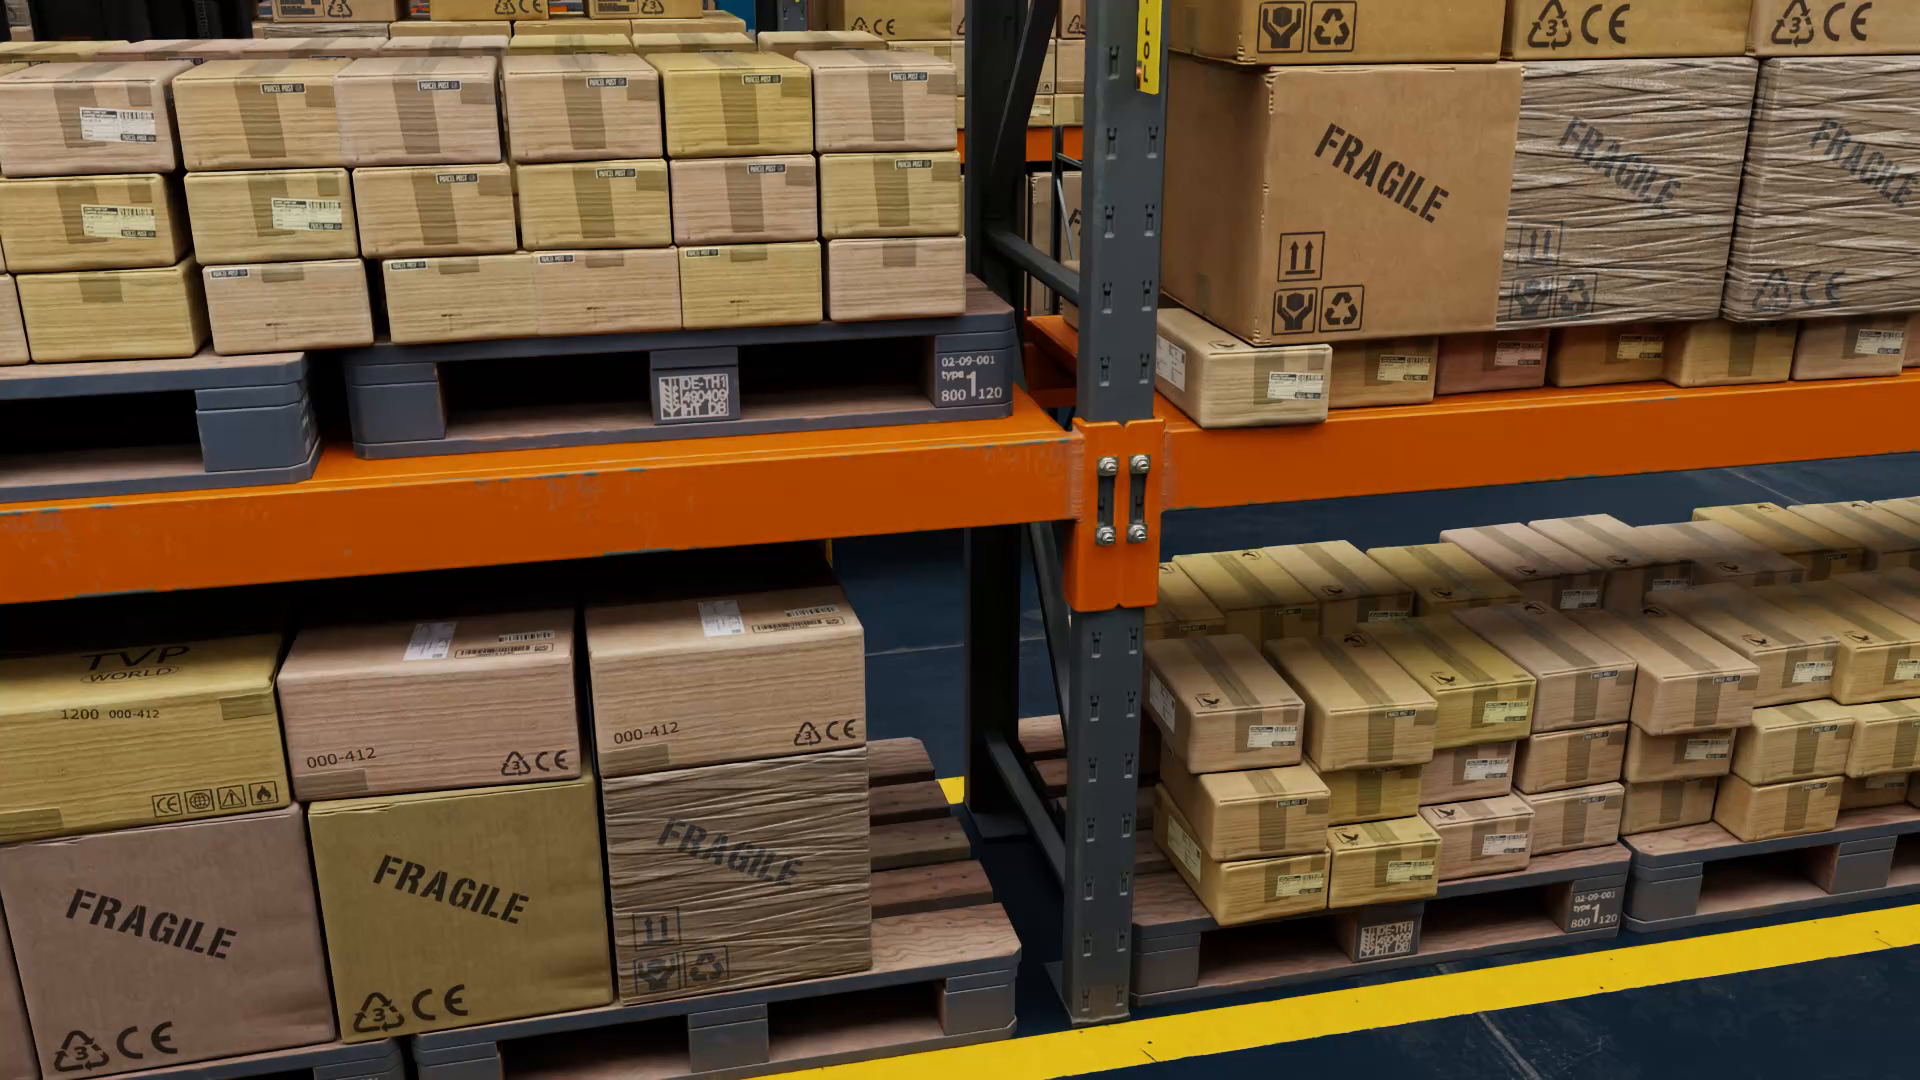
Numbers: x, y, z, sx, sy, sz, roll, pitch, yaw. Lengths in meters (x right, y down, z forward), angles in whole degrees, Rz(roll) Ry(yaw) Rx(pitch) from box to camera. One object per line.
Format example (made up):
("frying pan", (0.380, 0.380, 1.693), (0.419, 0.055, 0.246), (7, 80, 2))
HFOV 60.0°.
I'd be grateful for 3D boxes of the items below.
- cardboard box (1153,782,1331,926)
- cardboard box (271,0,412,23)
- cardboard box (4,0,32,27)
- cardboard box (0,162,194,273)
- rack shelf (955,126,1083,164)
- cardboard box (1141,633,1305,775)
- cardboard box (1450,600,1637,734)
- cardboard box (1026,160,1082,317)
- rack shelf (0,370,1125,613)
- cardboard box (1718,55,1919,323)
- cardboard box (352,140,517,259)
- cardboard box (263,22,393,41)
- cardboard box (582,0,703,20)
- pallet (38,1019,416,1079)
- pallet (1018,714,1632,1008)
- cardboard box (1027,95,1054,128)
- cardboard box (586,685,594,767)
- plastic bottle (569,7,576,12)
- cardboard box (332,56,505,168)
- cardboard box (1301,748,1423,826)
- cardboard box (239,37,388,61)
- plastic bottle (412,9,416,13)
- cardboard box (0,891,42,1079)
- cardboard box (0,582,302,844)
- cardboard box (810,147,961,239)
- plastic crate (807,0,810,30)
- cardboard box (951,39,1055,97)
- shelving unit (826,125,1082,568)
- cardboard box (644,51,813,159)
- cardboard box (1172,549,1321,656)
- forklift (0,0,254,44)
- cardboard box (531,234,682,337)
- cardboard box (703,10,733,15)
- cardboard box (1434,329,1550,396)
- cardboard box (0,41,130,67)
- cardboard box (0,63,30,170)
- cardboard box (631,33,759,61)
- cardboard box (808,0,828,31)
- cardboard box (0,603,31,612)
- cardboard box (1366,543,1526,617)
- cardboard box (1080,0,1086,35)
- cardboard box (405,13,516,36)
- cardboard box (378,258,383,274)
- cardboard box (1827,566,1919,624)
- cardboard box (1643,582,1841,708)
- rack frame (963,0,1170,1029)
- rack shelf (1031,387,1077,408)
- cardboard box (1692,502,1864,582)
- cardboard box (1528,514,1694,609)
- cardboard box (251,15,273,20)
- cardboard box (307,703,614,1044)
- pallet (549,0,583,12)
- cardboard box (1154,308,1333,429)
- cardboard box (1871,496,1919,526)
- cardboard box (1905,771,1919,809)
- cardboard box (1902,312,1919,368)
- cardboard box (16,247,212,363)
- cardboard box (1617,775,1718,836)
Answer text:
("cardboard box", (0.612, 0.670, 3.660), (0.250, 0.149, 0.380), (-6, 21, -15))
("cardboard box", (-2.750, -2.579, 7.389), (0.637, 0.503, 0.797), (-4, 20, -11))
("cardboard box", (-4.036, -2.473, 7.100), (0.637, 0.503, 0.797), (-4, 20, -11))
("cardboard box", (-1.440, -0.566, 2.822), (0.250, 0.149, 0.380), (-5, 21, -12))
("rack shelf", (1.087, -2.039, 8.567), (4.000, 0.370, 1.077), (-5, 21, -12))
("cardboard box", (0.567, 0.354, 3.658), (0.250, 0.149, 0.380), (-4, 20, -10))
("cardboard box", (1.332, 0.287, 3.840), (0.250, 0.149, 0.380), (-5, 21, -14))
("cardboard box", (0.678, -1.515, 8.568), (0.875, 0.875, 0.875), (-5, 21, -12))
("rack shelf", (-1.762, -0.055, 3.148), (4.000, 0.370, 1.077), (-5, 21, -12))
("cardboard box", (1.702, -0.762, 3.455), (0.500, 0.500, 0.500), (-5, 21, -14))
("cardboard box", (-0.921, -0.609, 2.938), (0.250, 0.149, 0.380), (-5, 21, -14))
("cardboard box", (-2.730, -2.019, 7.320), (0.500, 0.500, 0.500), (-5, 21, -12))
("cardboard box", (-1.479, -2.684, 7.676), (0.637, 0.503, 0.797), (-5, 21, -14))
("pallet", (-1.763, 0.919, 3.500), (1.213, 0.211, 1.003), (-5, 21, -12))
("pallet", (0.830, 0.694, 4.114), (1.213, 0.211, 1.003), (-5, 21, -12))
("cardboard box", (0.273, -2.076, 7.987), (0.250, 0.149, 0.380), (-5, 21, -14))
("cardboard box", (-1.110, 0.438, 3.781), (0.500, 0.500, 0.500), (-4, 20, -10))
("plastic bottle", (-2.851, -3.720, 12.180), (0.185, 0.351, 0.144), (-5, 21, -12))
("cardboard box", (-0.930, -0.750, 2.891), (0.250, 0.149, 0.380), (-5, 21, -13))
("cardboard box", (0.836, 0.479, 3.746), (0.250, 0.149, 0.380), (-5, 21, -12))
("cardboard box", (-1.317, -0.949, 3.434), (0.250, 0.149, 0.380), (-5, 21, -13))
("plastic bottle", (-3.890, -3.584, 11.810), (0.185, 0.351, 0.144), (-5, 21, -12))
("cardboard box", (-1.975, 0.689, 3.097), (0.500, 0.500, 0.500), (-5, 21, -14))
("cardboard box", (-1.497, 0.300, 3.068), (0.500, 0.250, 0.500), (-6, 21, -15))
("cardboard box", (-0.158, -0.672, 3.110), (0.250, 0.149, 0.380), (-4, 20, -11))
("plastic crate", (-1.072, -3.922, 12.479), (0.583, 0.464, 0.402), (-5, 21, -12))
("cardboard box", (0.144, -2.275, 7.951), (0.500, 0.250, 0.500), (-5, 21, -13))
("shelving unit", (-0.074, -0.698, 6.040), (1.083, 1.500, 0.587), (-5, 21, -12))
("cardboard box", (-0.423, -0.791, 3.002), (0.250, 0.149, 0.380), (-5, 21, -14))
("cardboard box", (0.710, 0.163, 4.179), (0.250, 0.149, 0.380), (-4, 21, -12))
("forklift", (-3.396, -1.465, 6.052), (3.031, 2.935, 1.130), (1, 20, 3))
("cardboard box", (-0.652, -0.492, 3.052), (0.250, 0.149, 0.380), (-5, 21, -13))
("cardboard box", (-1.364, -2.313, 8.123), (0.500, 0.500, 0.500), (-5, 21, -12))
("cardboard box", (1.017, -0.430, 3.492), (0.250, 0.149, 0.380), (-6, 21, -15))
("cardboard box", (-1.825, -0.907, 3.319), (0.250, 0.149, 0.380), (-4, 20, -11))
("cardboard box", (-1.692, -0.687, 2.720), (0.250, 0.149, 0.380), (-5, 21, -13))
("cardboard box", (-0.575, -1.008, 3.595), (0.250, 0.149, 0.380), (-4, 21, -11))
("cardboard box", (-0.473, -2.766, 8.200), (0.500, 0.500, 0.500), (-4, 21, -11))
("cardboard box", (-2.116, 0.170, 3.423), (0.500, 0.250, 0.500), (-4, 21, -11))
("cardboard box", (1.221, 0.146, 4.224), (0.250, 0.149, 0.380), (-4, 20, -11))
("cardboard box", (0.579, -1.335, 3.565), (0.500, 0.500, 0.500), (-5, 21, -14))
("cardboard box", (-2.340, -2.234, 7.906), (0.500, 0.500, 0.500), (-5, 21, -14))
("cardboard box", (-1.310, -0.671, 3.539), (0.250, 0.149, 0.380), (-6, 21, -15))
("cardboard box", (2.342, 0.208, 4.055), (0.250, 0.149, 0.380), (-5, 21, -14))
("cardboard box", (1.845, 0.245, 3.955), (0.250, 0.149, 0.380), (-6, 21, -15))
("rack frame", (0.184, -0.551, 3.457), (0.127, 3.000, 1.000), (-5, 21, -12))
("rack shelf", (-0.083, -0.529, 6.100), (1.000, 0.185, 0.538), (-5, 21, -12))
("cardboard box", (2.213, 0.033, 4.532), (0.250, 0.149, 0.380), (-4, 21, -12))
("cardboard box", (1.723, 0.068, 4.436), (0.250, 0.149, 0.380), (-5, 21, -14))
("cardboard box", (-3.337, -2.151, 7.680), (0.500, 0.500, 0.500), (-5, 21, -14))
("cardboard box", (-0.977, 0.609, 3.314), (0.500, 0.500, 0.500), (-5, 21, -14))
("pallet", (-3.938, -5.418, 17.024), (1.213, 0.211, 1.003), (-5, 21, -12))
("cardboard box", (0.535, -0.346, 3.262), (0.250, 0.149, 0.380), (-4, 20, -10))
("cardboard box", (2.751, 0.009, 4.598), (0.250, 0.149, 0.380), (-6, 21, -15))
("cardboard box", (2.367, 0.512, 4.090), (0.250, 0.149, 0.380), (-4, 21, -11))
("cardboard box", (2.056, -0.503, 3.692), (0.250, 0.149, 0.380), (-4, 20, -10))
("cardboard box", (-1.424, -0.428, 2.877), (0.250, 0.149, 0.380), (-4, 20, -10))
("cardboard box", (1.591, 0.542, 4.009), (0.250, 0.149, 0.380), (-6, 21, -15))
